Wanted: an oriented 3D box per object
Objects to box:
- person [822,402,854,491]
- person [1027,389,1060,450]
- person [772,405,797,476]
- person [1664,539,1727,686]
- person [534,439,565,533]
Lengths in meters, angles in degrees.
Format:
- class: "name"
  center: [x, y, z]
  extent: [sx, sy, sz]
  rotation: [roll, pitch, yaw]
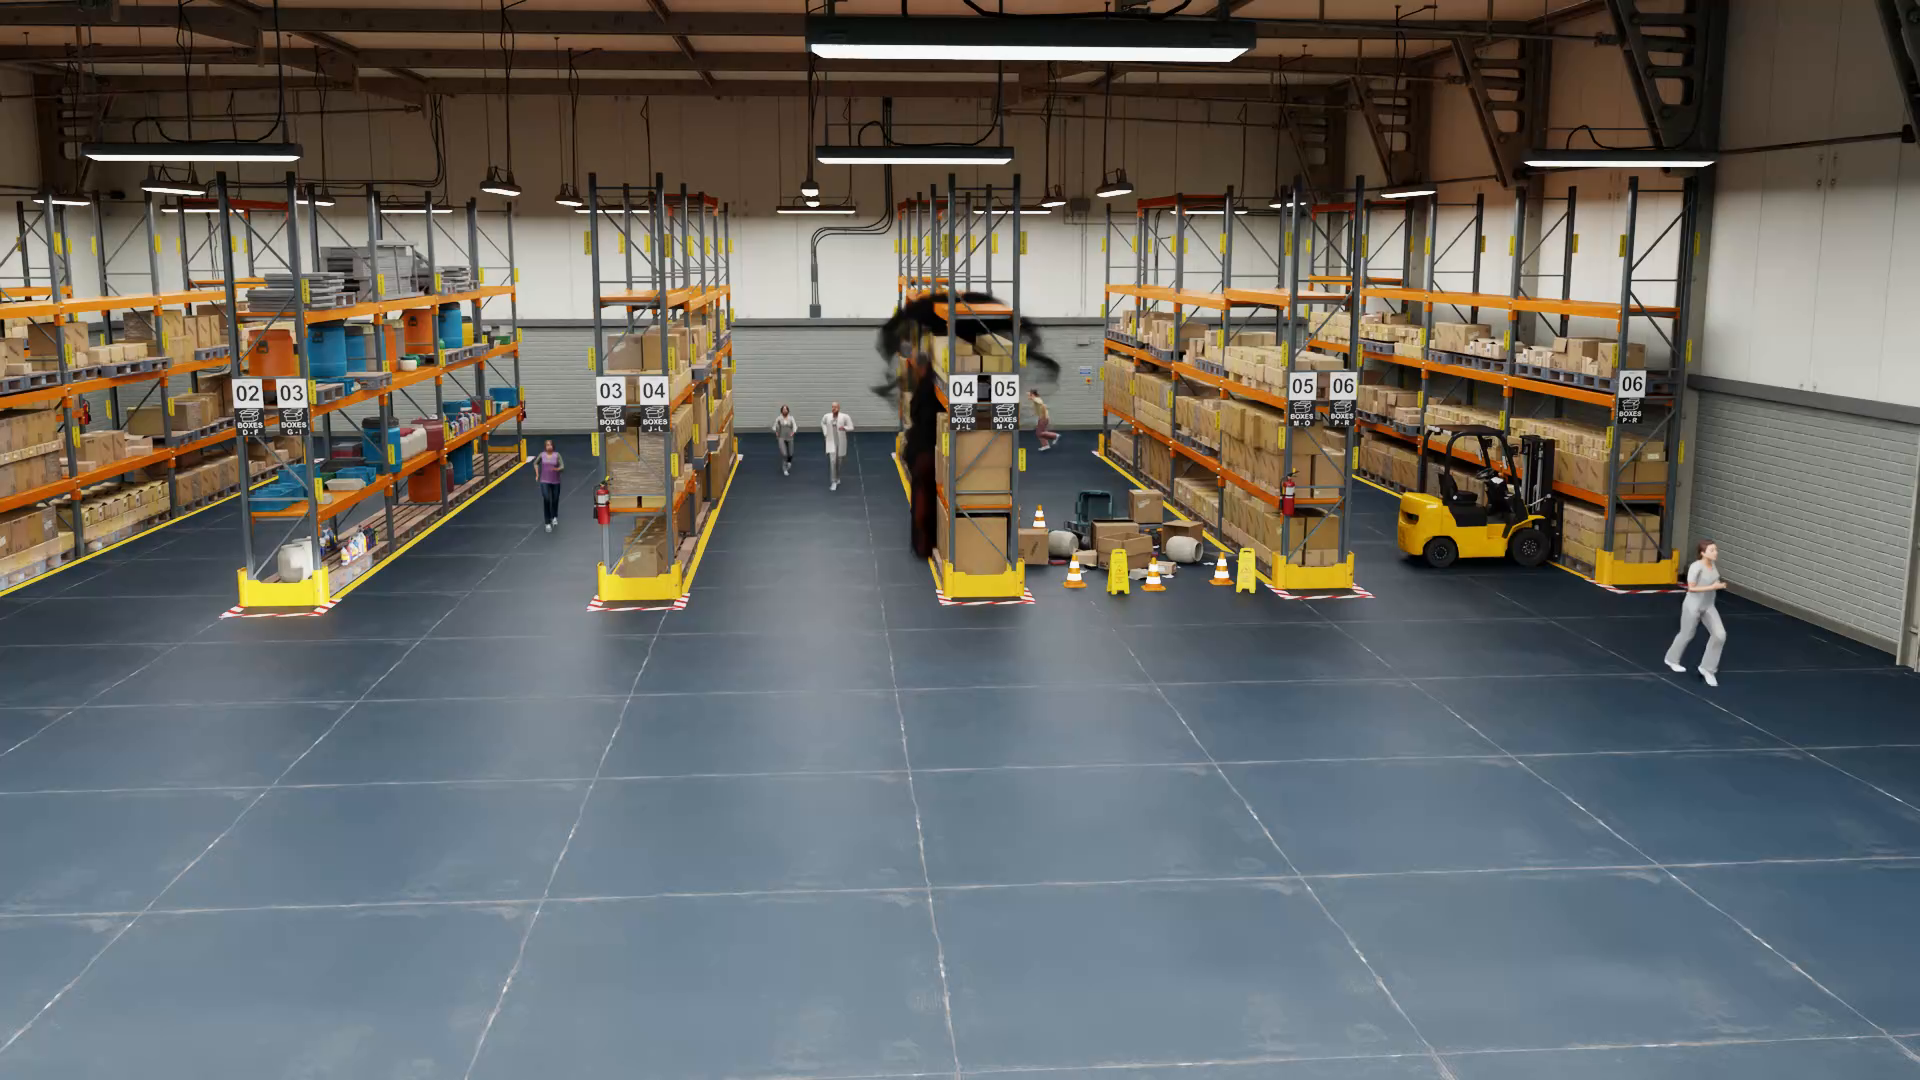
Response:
- class: "person"
  center: [-2.560, -1.984, 34.832]
  extent: [0.674, 1.834, 0.929]
  rotation: [-1, 10, -4]
- class: "person"
  center: [2.077, -2.982, 41.330]
  extent: [0.819, 1.522, 0.586]
  rotation: [0, 10, 2]
- class: "person"
  center: [-3.871, -2.214, 36.763]
  extent: [0.539, 1.551, 0.622]
  rotation: [-2, 10, -10]
- class: "person"
  center: [8.545, 0.825, 19.290]
  extent: [0.534, 1.726, 0.814]
  rotation: [-4, 11, -20]
- class: "person"
  center: [-7.303, -0.983, 29.636]
  extent: [0.510, 1.645, 0.733]
  rotation: [-3, 11, -18]
